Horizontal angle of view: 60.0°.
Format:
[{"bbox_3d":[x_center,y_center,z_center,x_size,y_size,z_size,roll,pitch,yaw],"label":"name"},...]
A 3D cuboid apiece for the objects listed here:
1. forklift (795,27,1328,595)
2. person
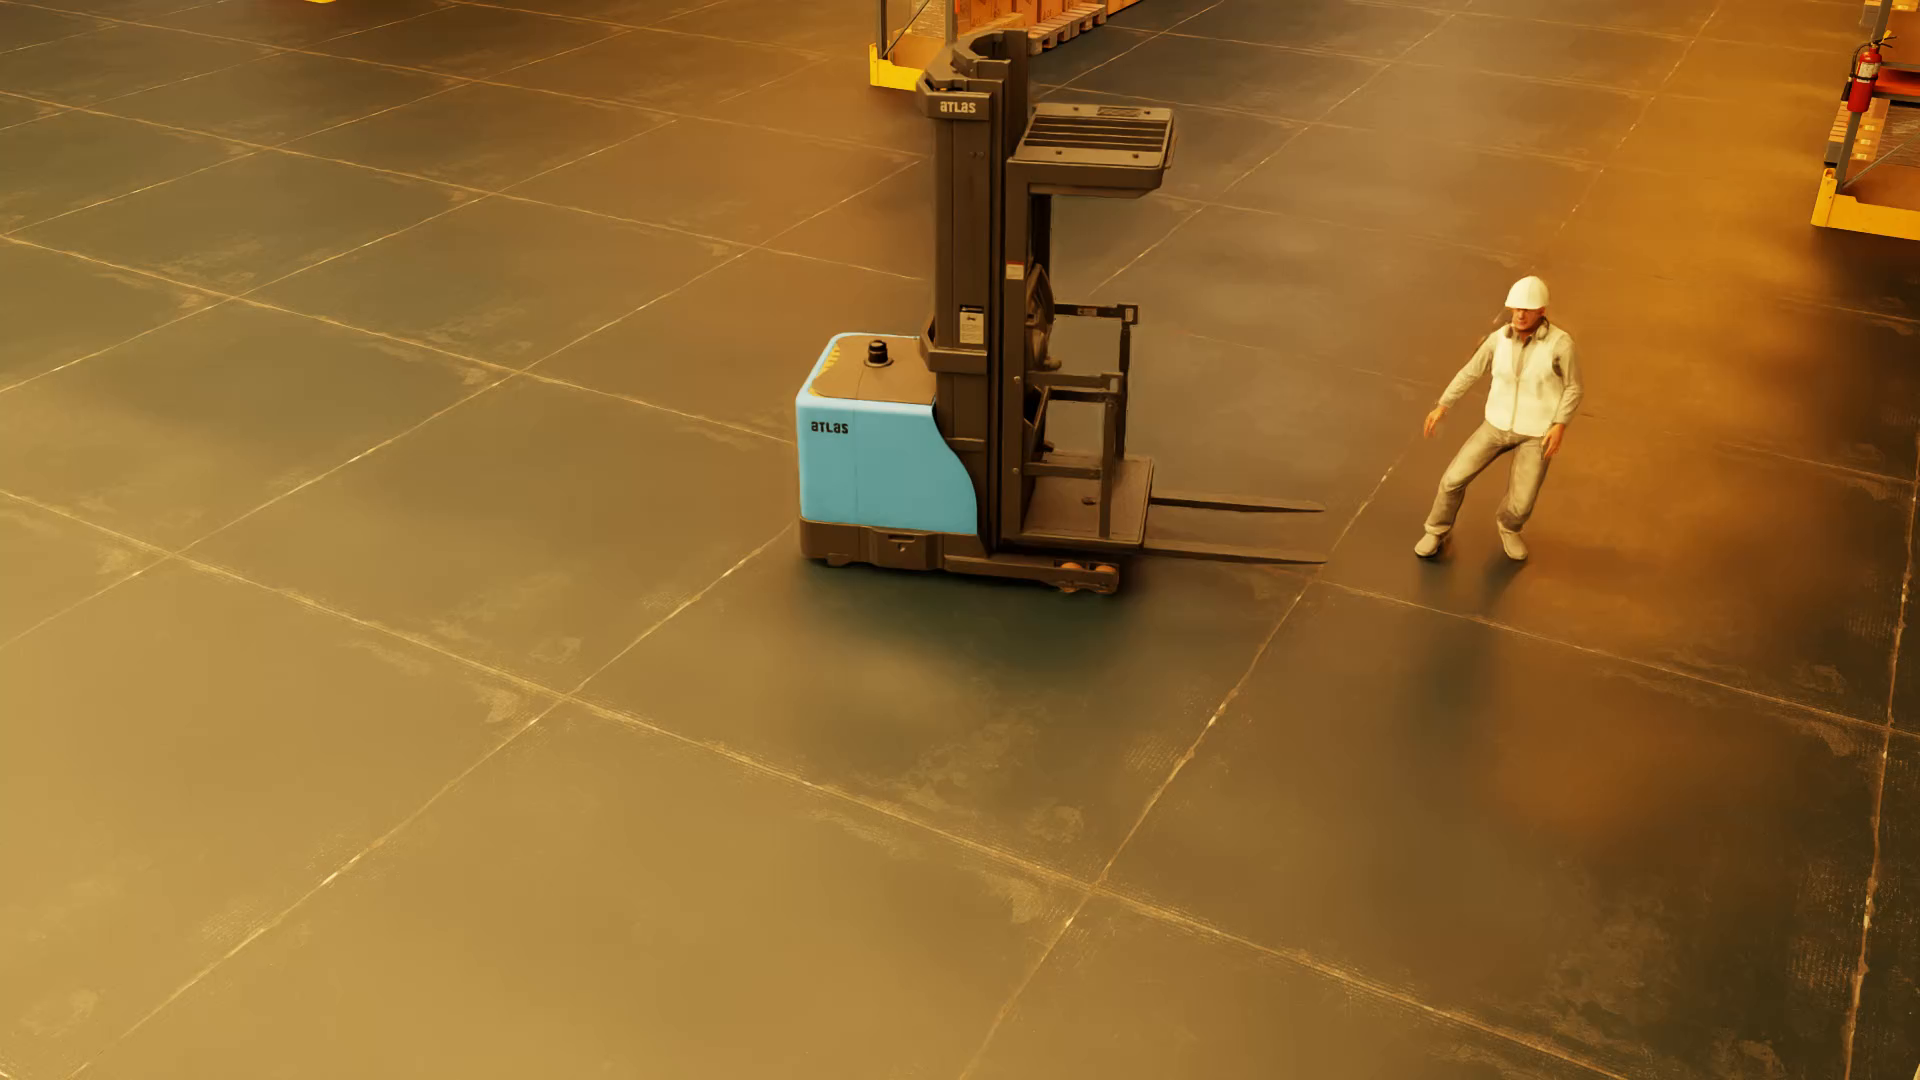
[{"bbox_3d":[0.628,-1.243,9.225,3.031,2.935,1.130,5,30,8],"label":"forklift"},{"bbox_3d":[3.076,-0.661,9.472,0.767,1.681,0.625,22,37,33],"label":"person"}]
